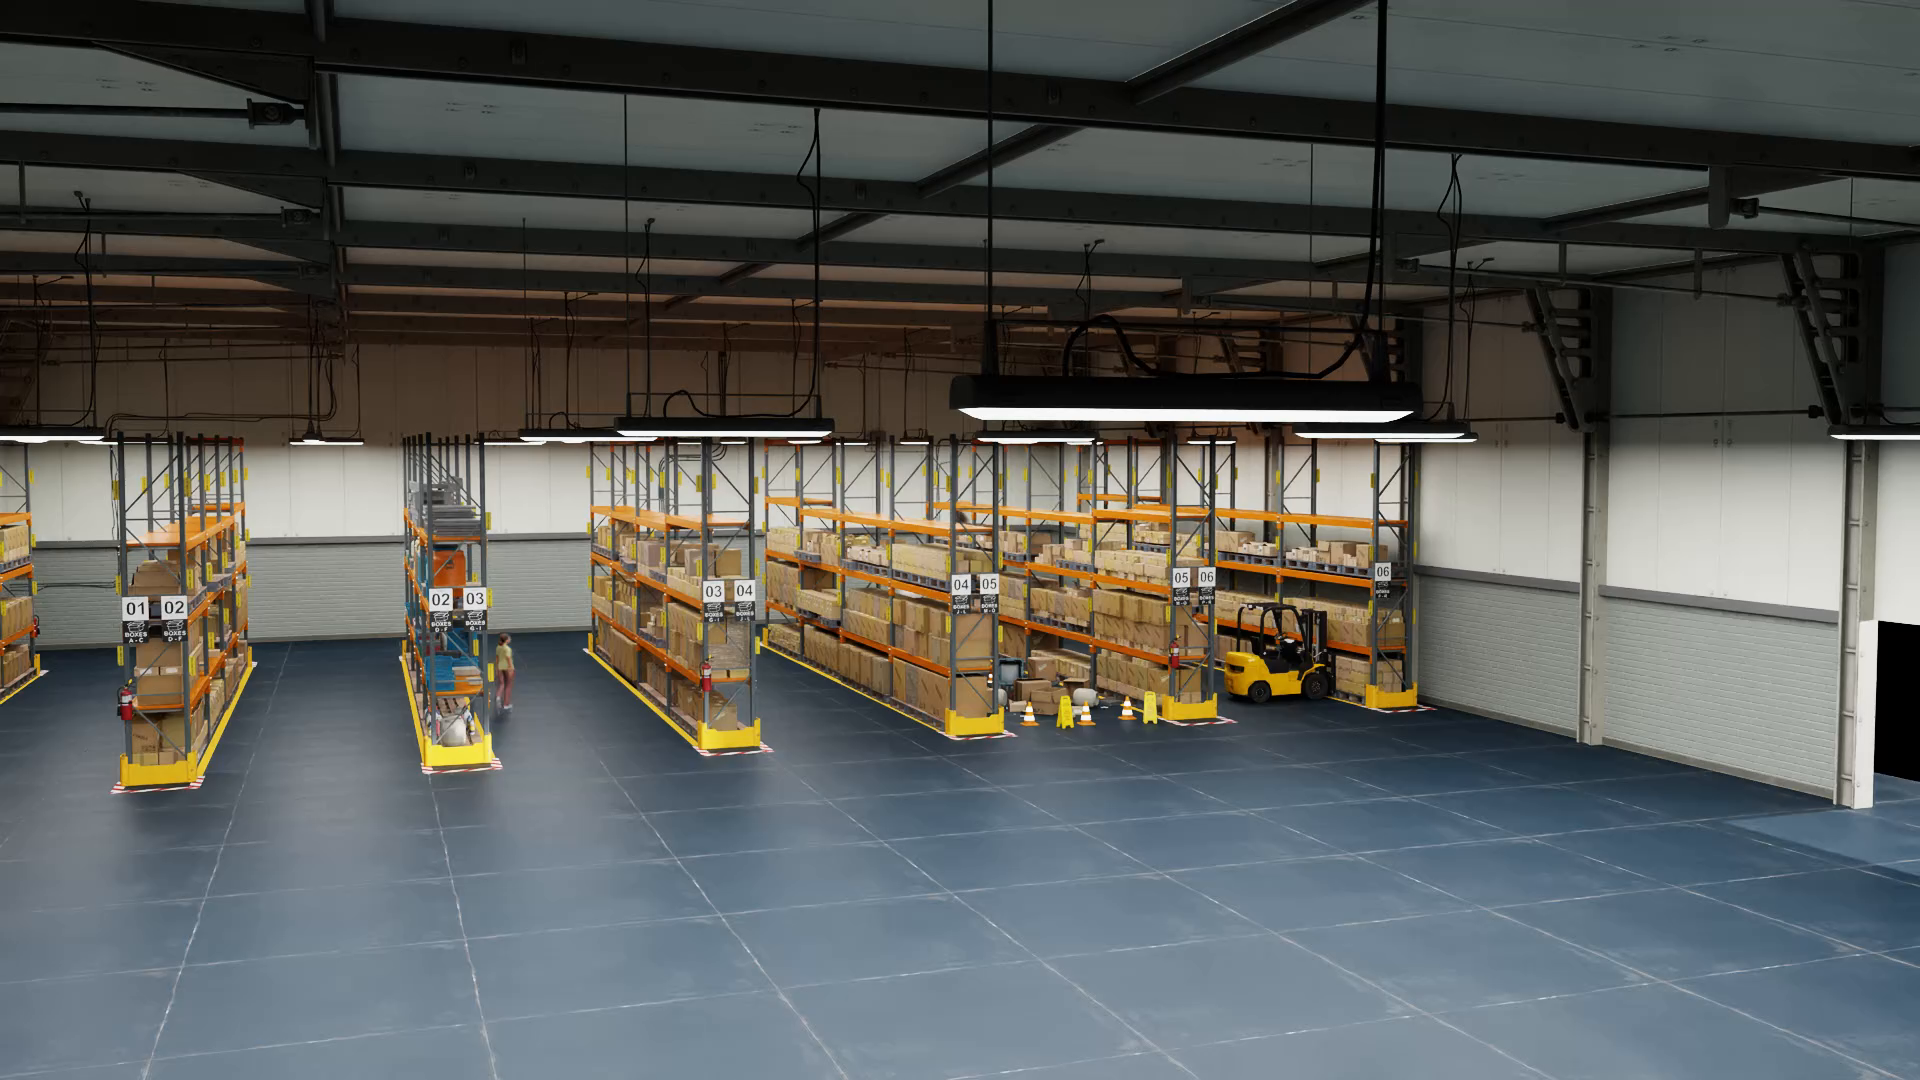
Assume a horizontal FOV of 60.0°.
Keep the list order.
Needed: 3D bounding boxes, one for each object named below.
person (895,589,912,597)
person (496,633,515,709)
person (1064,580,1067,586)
[{"bbox_3d":[-1.701,2.000,51.184,0.555,1.749,0.640,2,4,32],"label":"person"},{"bbox_3d":[-9.947,2.860,36.340,0.450,1.664,0.484,1,3,20],"label":"person"},{"bbox_3d":[2.952,2.001,49.327,0.401,1.618,0.473,-3,4,-40],"label":"person"}]
